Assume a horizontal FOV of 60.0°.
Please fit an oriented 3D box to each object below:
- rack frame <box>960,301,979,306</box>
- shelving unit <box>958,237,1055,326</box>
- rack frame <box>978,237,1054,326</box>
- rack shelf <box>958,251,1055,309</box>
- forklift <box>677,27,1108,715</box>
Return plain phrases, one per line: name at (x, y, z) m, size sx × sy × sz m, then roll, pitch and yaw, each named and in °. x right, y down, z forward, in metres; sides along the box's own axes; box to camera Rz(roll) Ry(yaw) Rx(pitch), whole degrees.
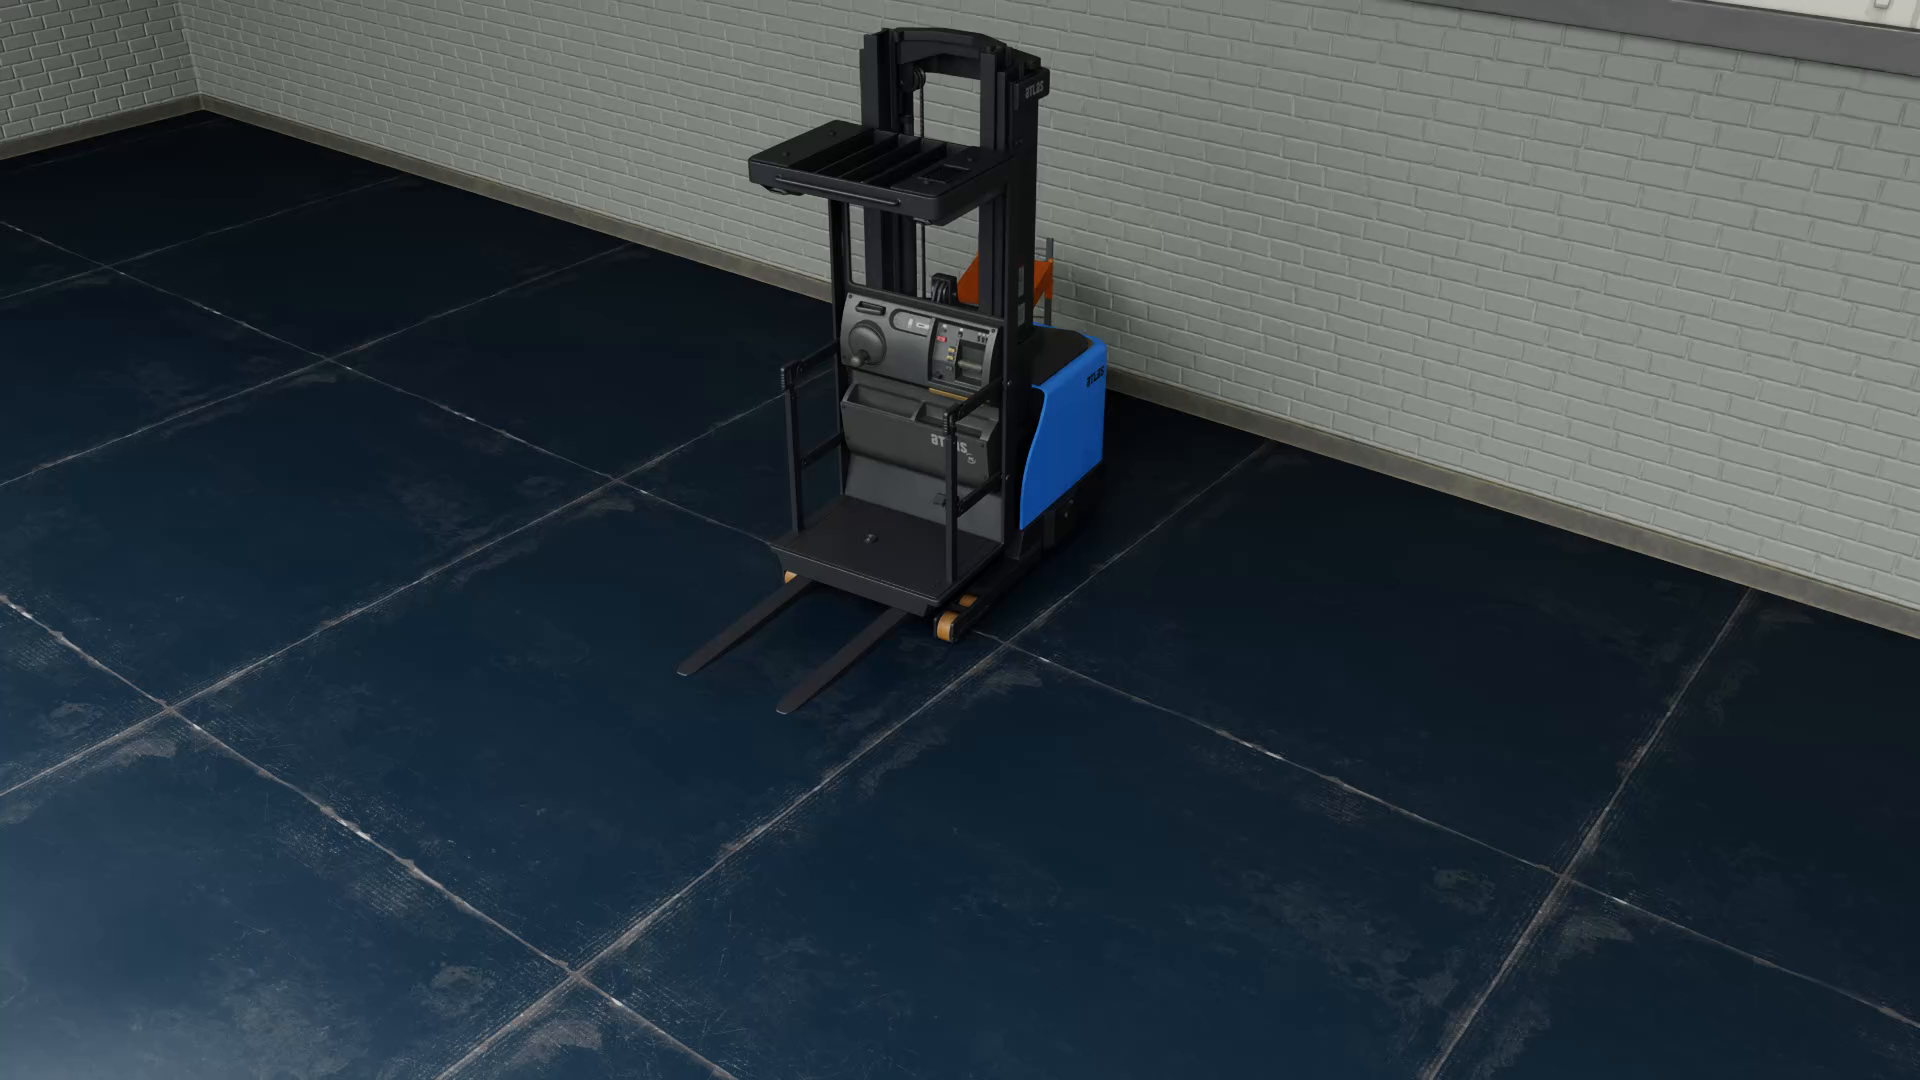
rack frame at (0.104, -1.017, 10.362) m, size 0.500 × 1.125 × 0.032 m, roll 8°, pitch 32°, yaw 13°
shelving unit at (0.236, -1.267, 10.785) m, size 0.538 × 1.125 × 1.048 m, roll 8°, pitch 32°, yaw 13°
rack frame at (0.367, -1.517, 11.207) m, size 0.500 × 1.125 × 0.032 m, roll 8°, pitch 32°, yaw 13°
rack shelf at (0.236, -1.519, 10.635) m, size 0.538 × 0.278 × 1.000 m, roll 8°, pitch 32°, yaw 13°
forklift at (-0.328, -0.987, 8.540) m, size 1.130 × 2.935 × 3.031 m, roll 17°, pitch 35°, yaw 27°
